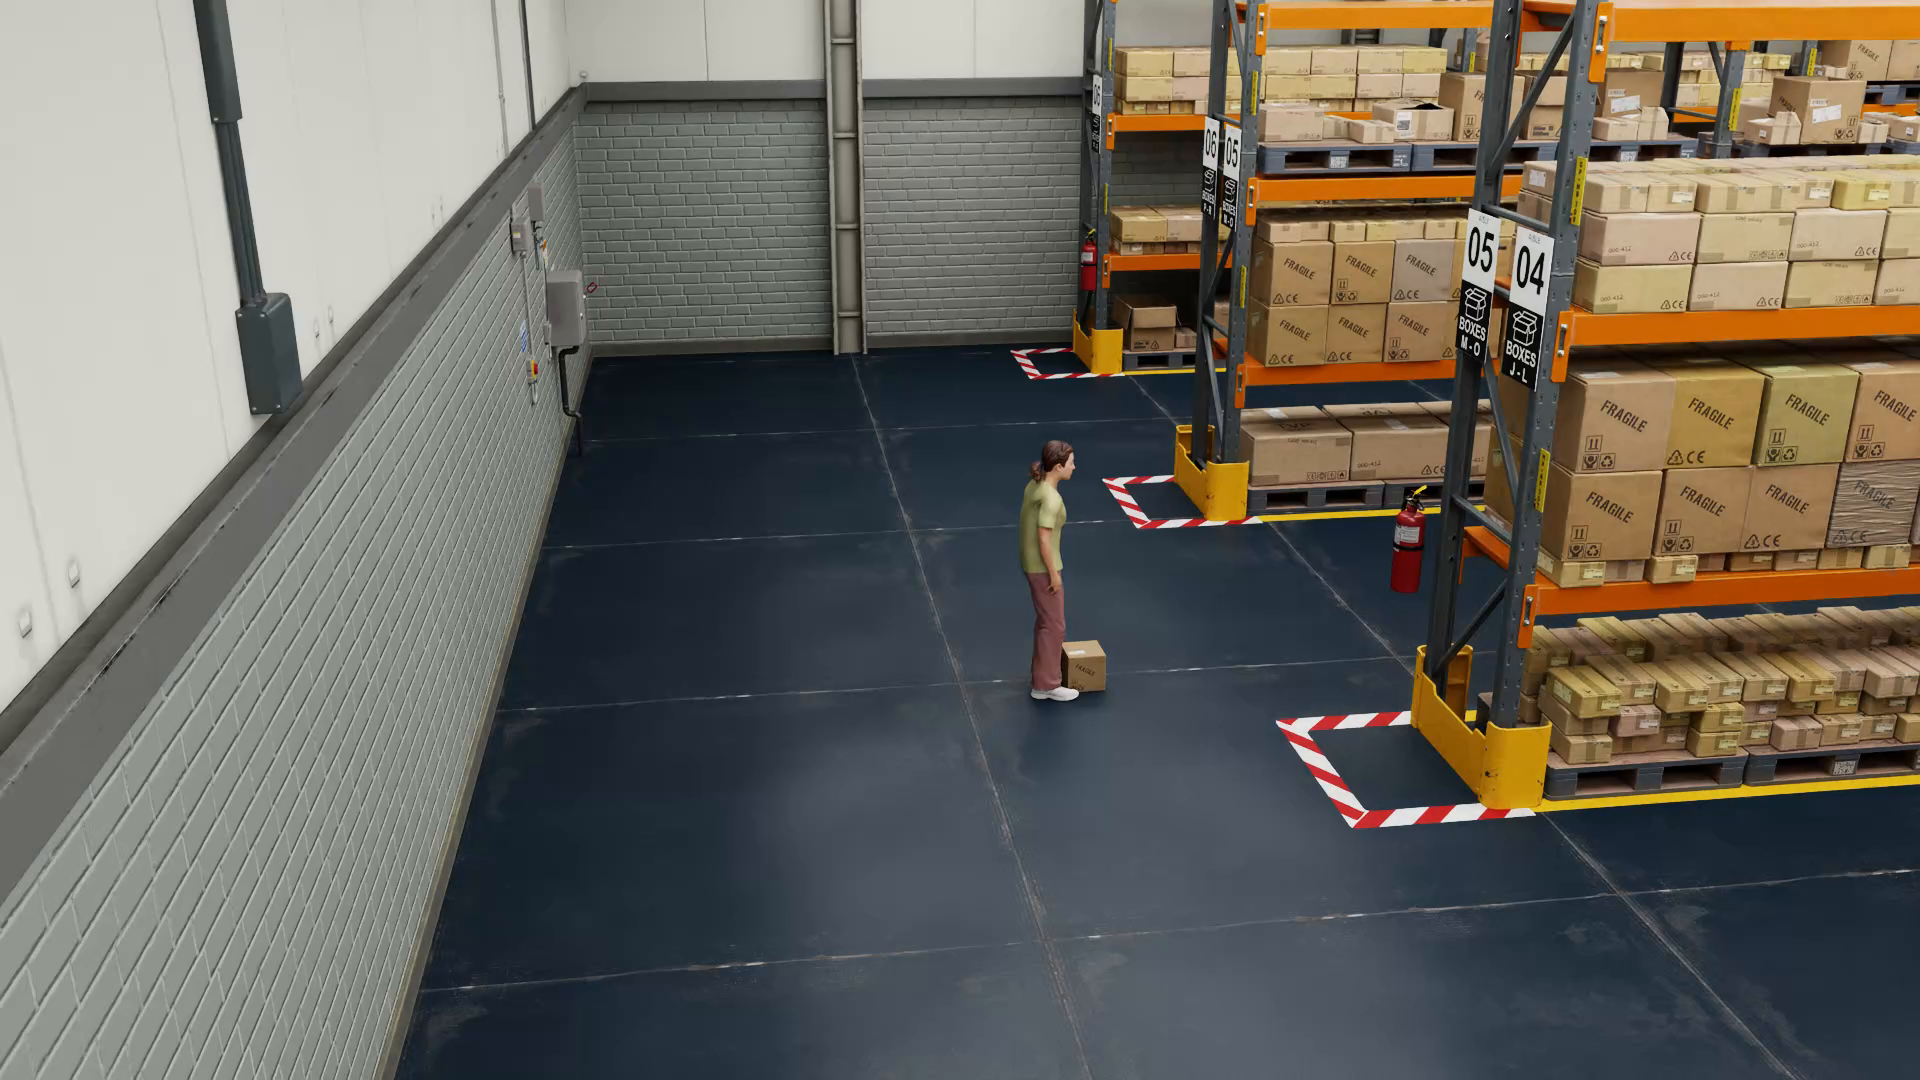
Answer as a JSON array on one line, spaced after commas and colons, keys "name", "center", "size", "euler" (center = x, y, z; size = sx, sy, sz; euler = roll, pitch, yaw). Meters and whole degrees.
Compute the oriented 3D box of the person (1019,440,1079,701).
[{"name": "person", "center": [0.582, 0.174, 10.599], "size": [0.406, 1.673, 0.499], "euler": [-3, 20, -7]}]
